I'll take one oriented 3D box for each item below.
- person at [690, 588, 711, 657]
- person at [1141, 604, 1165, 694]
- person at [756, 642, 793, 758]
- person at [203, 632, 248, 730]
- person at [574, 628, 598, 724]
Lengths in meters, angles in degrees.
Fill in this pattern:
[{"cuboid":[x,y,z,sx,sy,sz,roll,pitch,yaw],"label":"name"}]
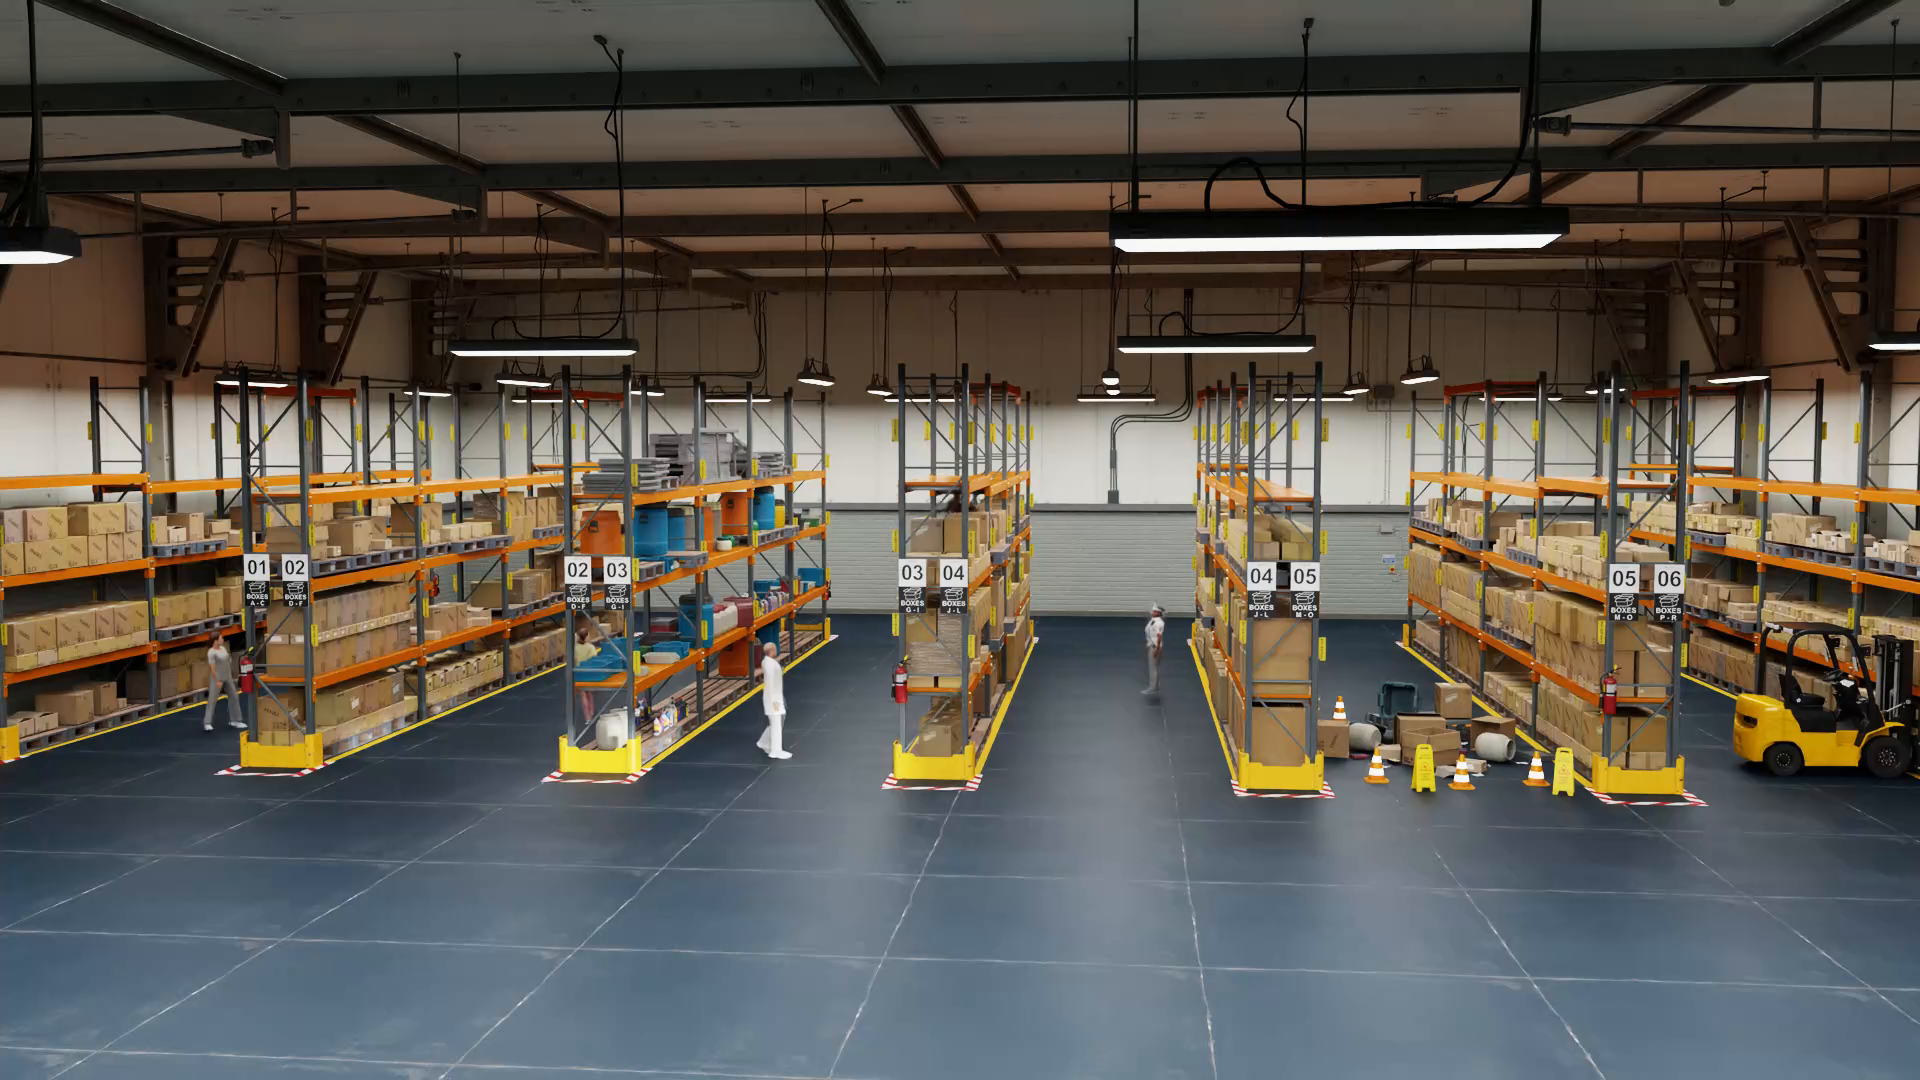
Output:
[{"cuboid":[-5.774,1.845,36.454,0.453,1.617,0.705,1,4,21],"label":"person"},{"cuboid":[3.673,2.059,31.612,0.444,1.696,0.498,0,4,3],"label":"person"},{"cuboid":[-2.886,2.475,25.773,0.586,1.799,0.660,0,4,-2],"label":"person"},{"cuboid":[-12.463,2.380,28.107,0.544,1.691,0.603,1,4,21],"label":"person"},{"cuboid":[-6.497,2.368,28.712,0.446,1.711,0.600,-2,4,-28],"label":"person"}]
